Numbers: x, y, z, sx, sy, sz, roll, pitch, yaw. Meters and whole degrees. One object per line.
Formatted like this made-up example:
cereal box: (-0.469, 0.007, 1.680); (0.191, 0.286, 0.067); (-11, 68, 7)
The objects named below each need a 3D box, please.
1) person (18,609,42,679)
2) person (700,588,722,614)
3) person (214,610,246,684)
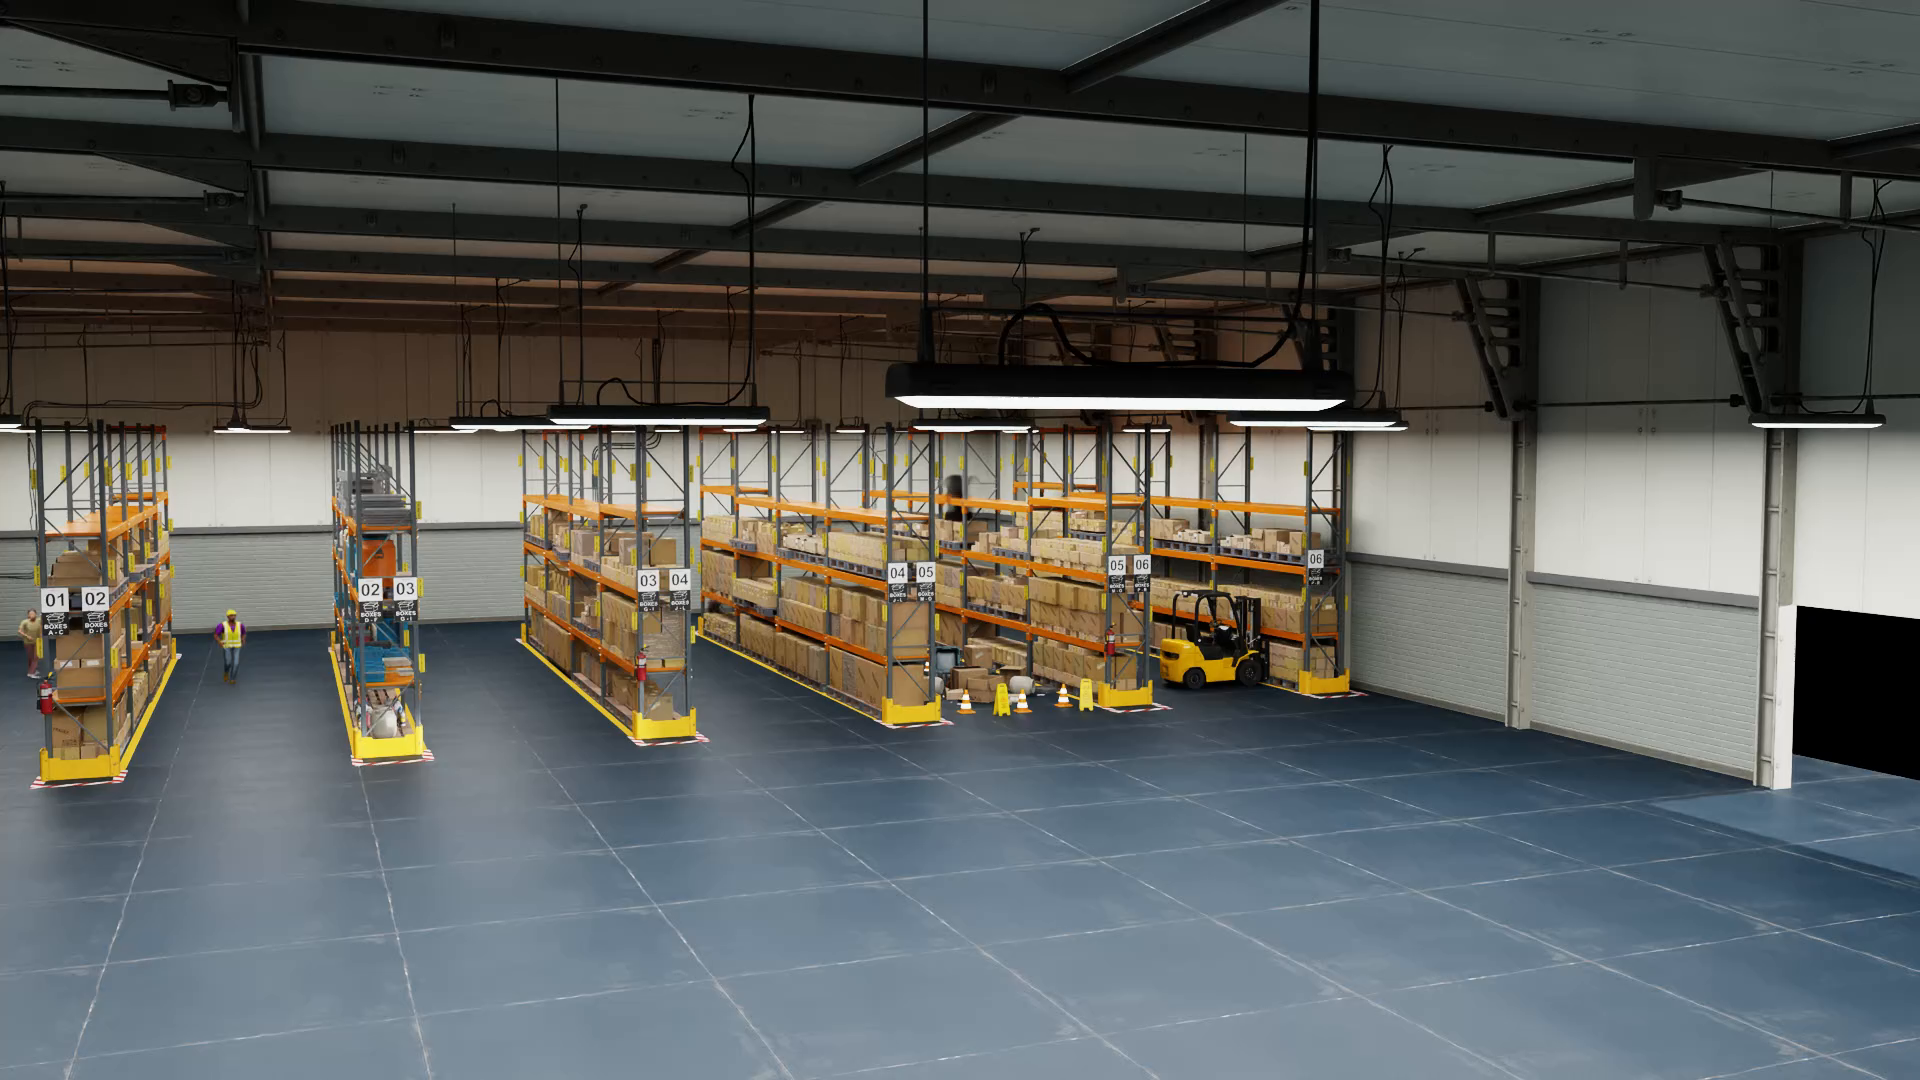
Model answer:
person: (-22.017, 2.442, 39.405); (0.560, 1.652, 0.819); (-3, 5, -38)
person: (-7.311, 1.768, 49.411); (0.990, 1.758, 0.663); (-3, 5, -44)
person: (-16.755, 2.469, 38.240); (0.680, 1.725, 0.555); (-2, 4, -35)
